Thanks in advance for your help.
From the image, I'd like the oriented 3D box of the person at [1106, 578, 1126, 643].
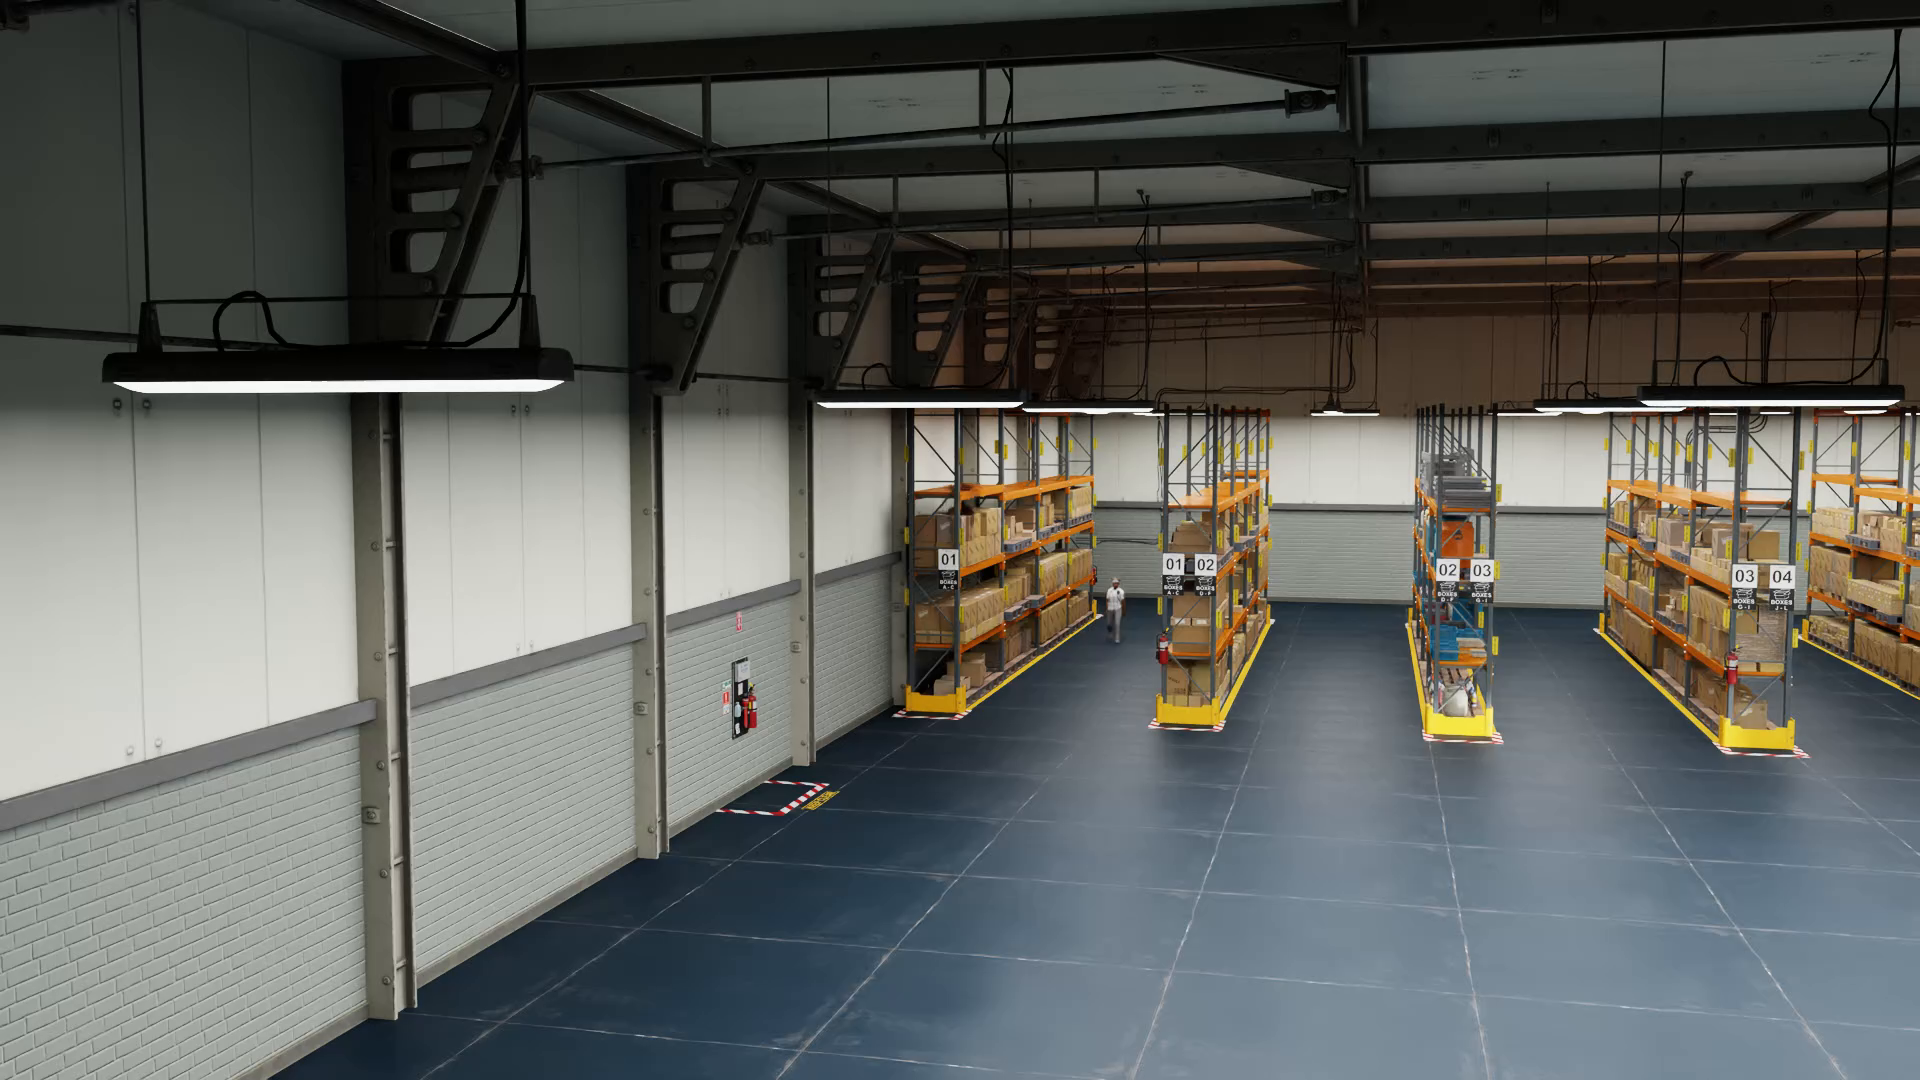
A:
[{"bbox_3d":[3.995,1.782,42.607,0.511,1.667,0.646,1,4,11],"label":"person"}]
